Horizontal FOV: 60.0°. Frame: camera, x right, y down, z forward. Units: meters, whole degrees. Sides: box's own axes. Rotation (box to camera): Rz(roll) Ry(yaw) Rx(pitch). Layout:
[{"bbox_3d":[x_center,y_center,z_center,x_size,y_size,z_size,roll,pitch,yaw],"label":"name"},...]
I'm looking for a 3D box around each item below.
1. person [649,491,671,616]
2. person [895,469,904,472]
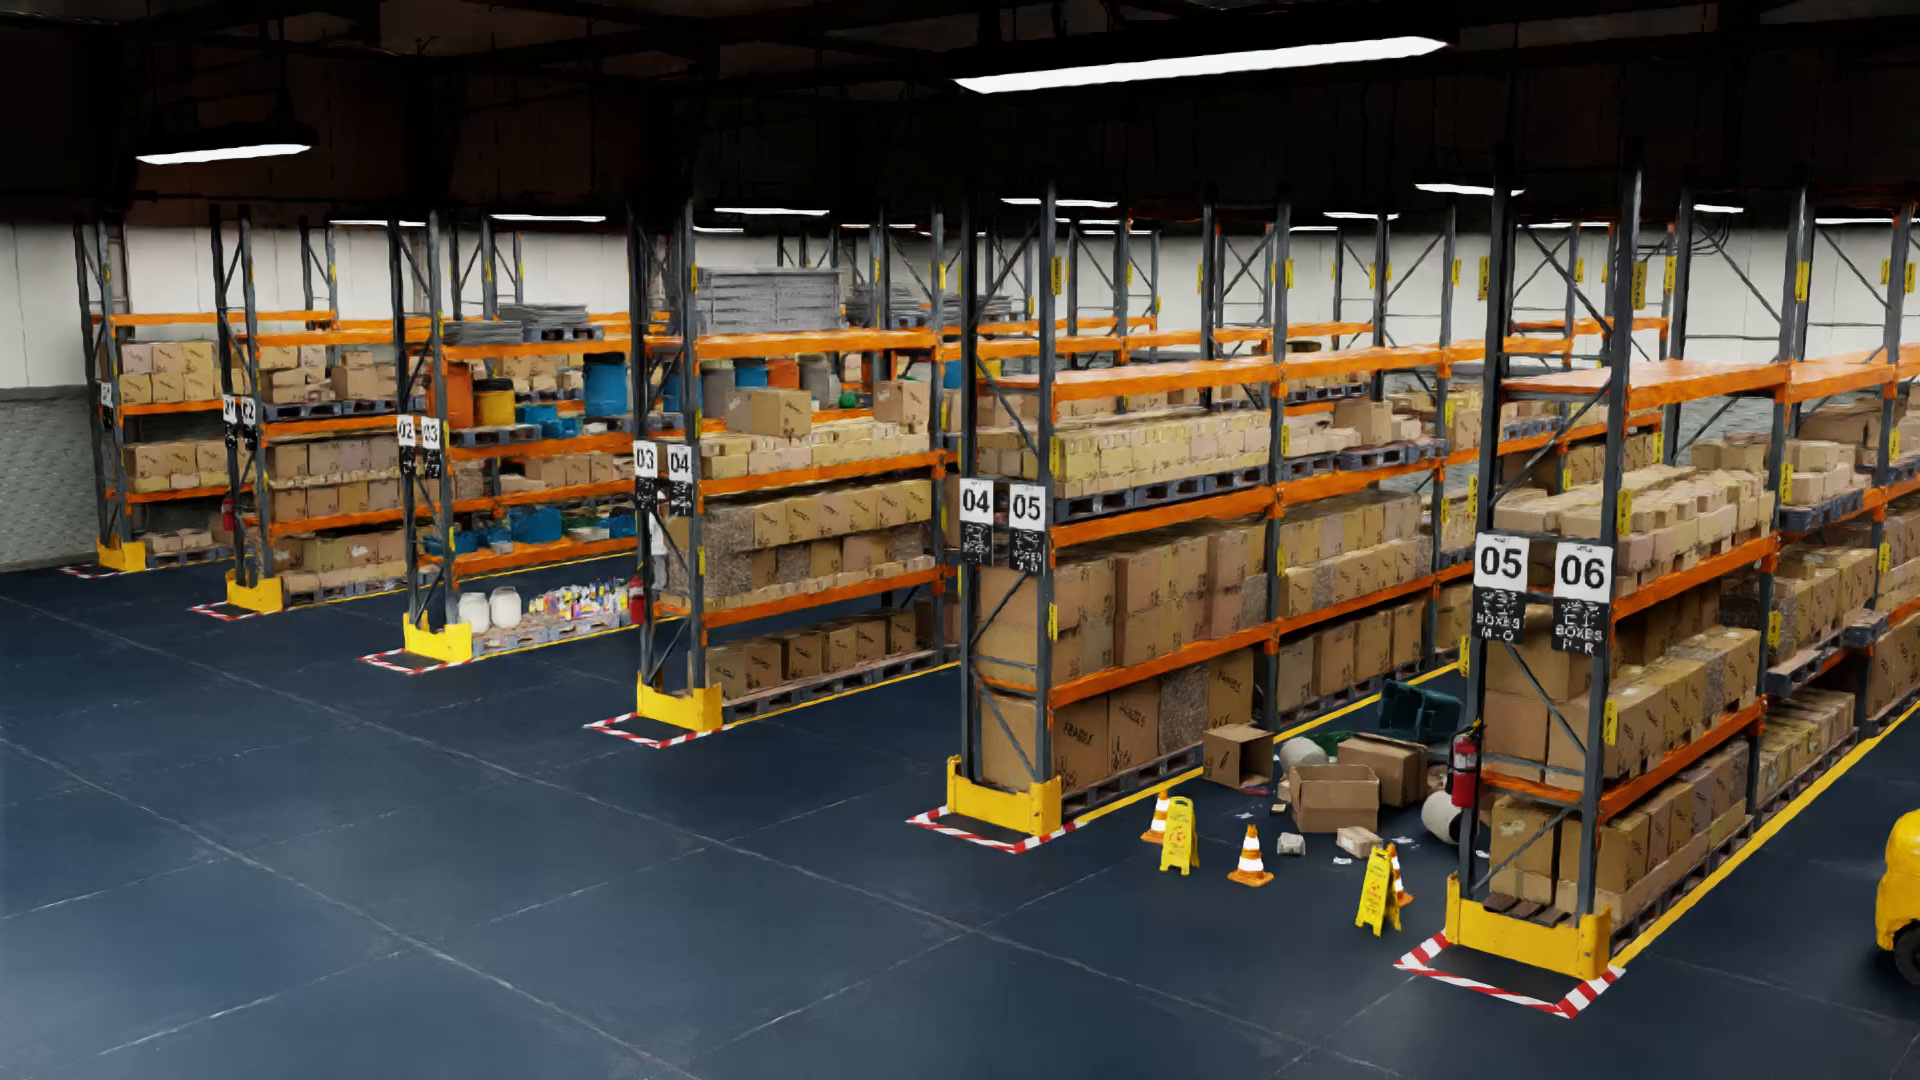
[{"bbox_3d":[-4.190,0.197,23.050,0.430,1.763,0.607,2,10,14],"label":"person"},{"bbox_3d":[-1.769,-2.425,40.933,0.463,1.596,0.989,8,12,39],"label":"person"}]
